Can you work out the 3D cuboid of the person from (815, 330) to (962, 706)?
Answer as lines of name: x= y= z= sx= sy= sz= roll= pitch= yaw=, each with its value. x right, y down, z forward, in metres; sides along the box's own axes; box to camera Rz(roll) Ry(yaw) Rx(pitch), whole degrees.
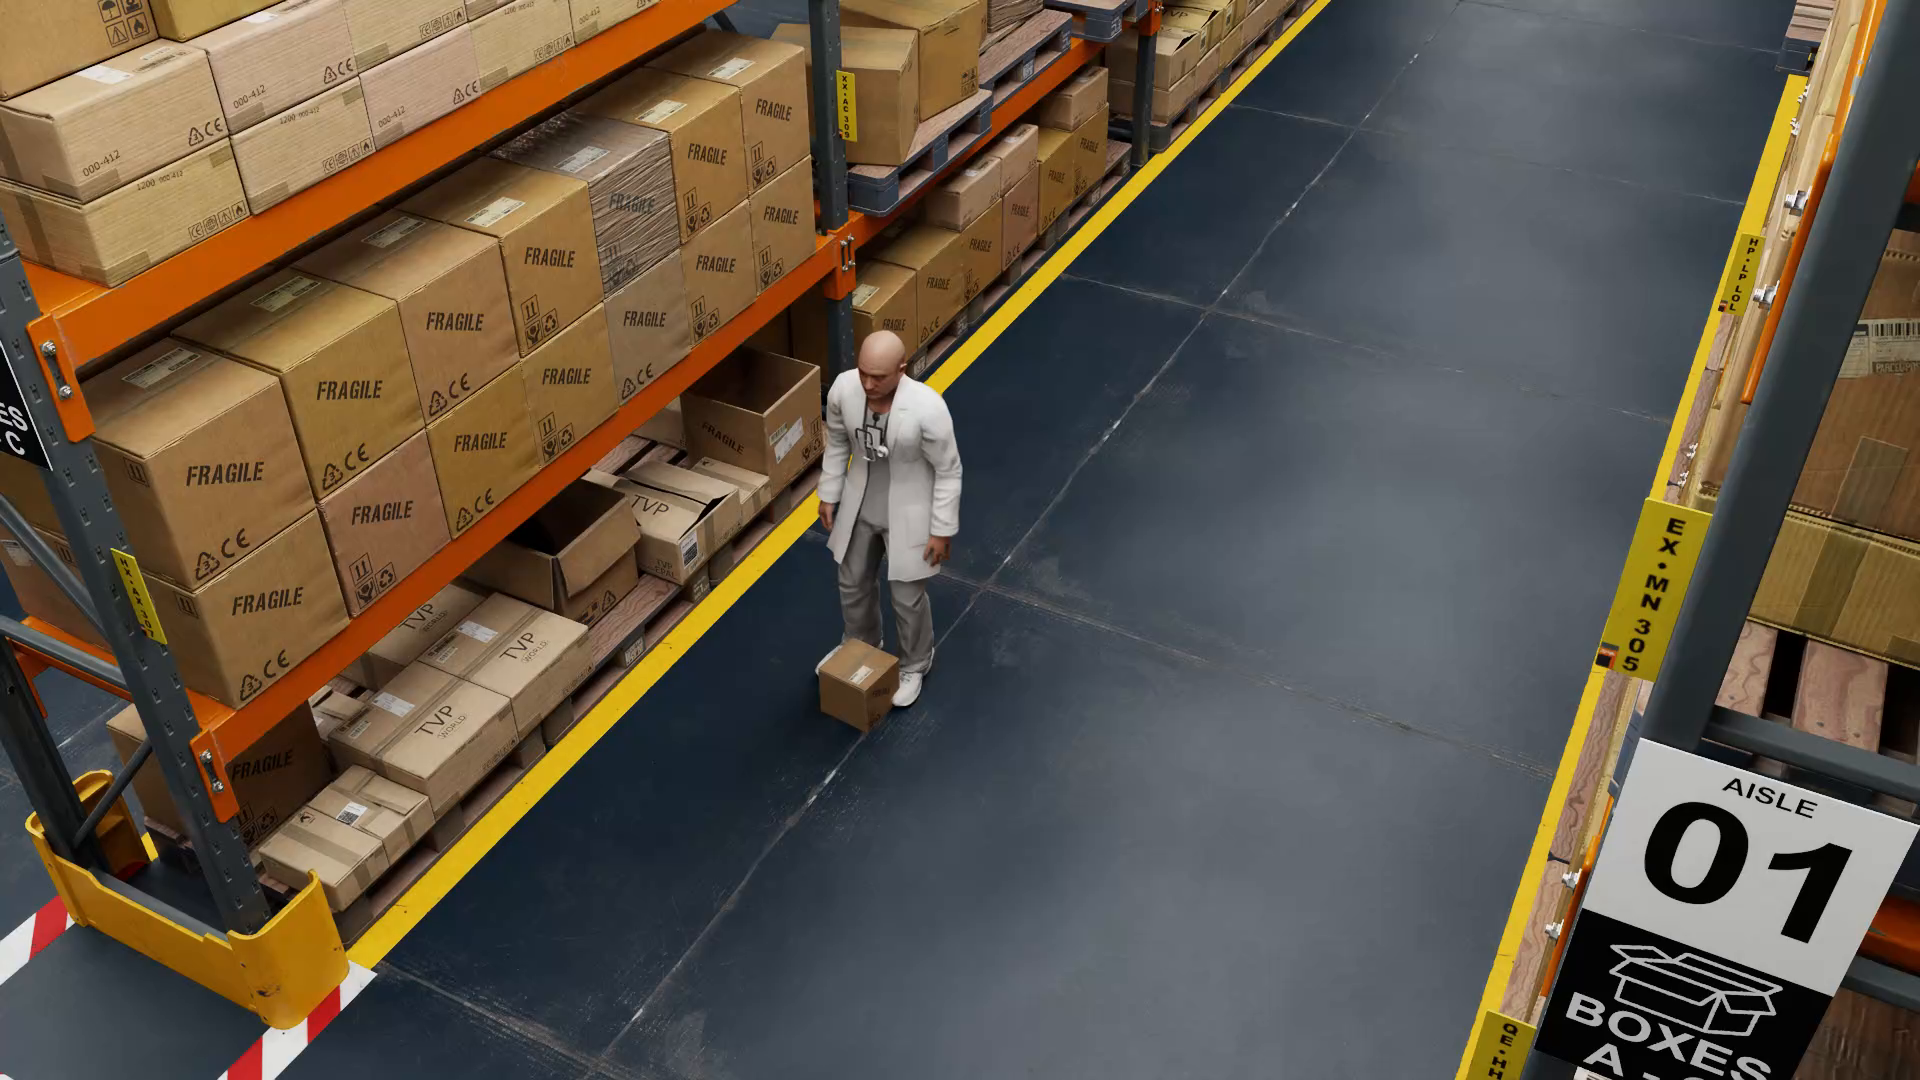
person: x=-0.298 y=-0.106 z=6.901 sx=0.654 sy=1.775 sz=0.420 roll=18 pitch=41 yaw=22
